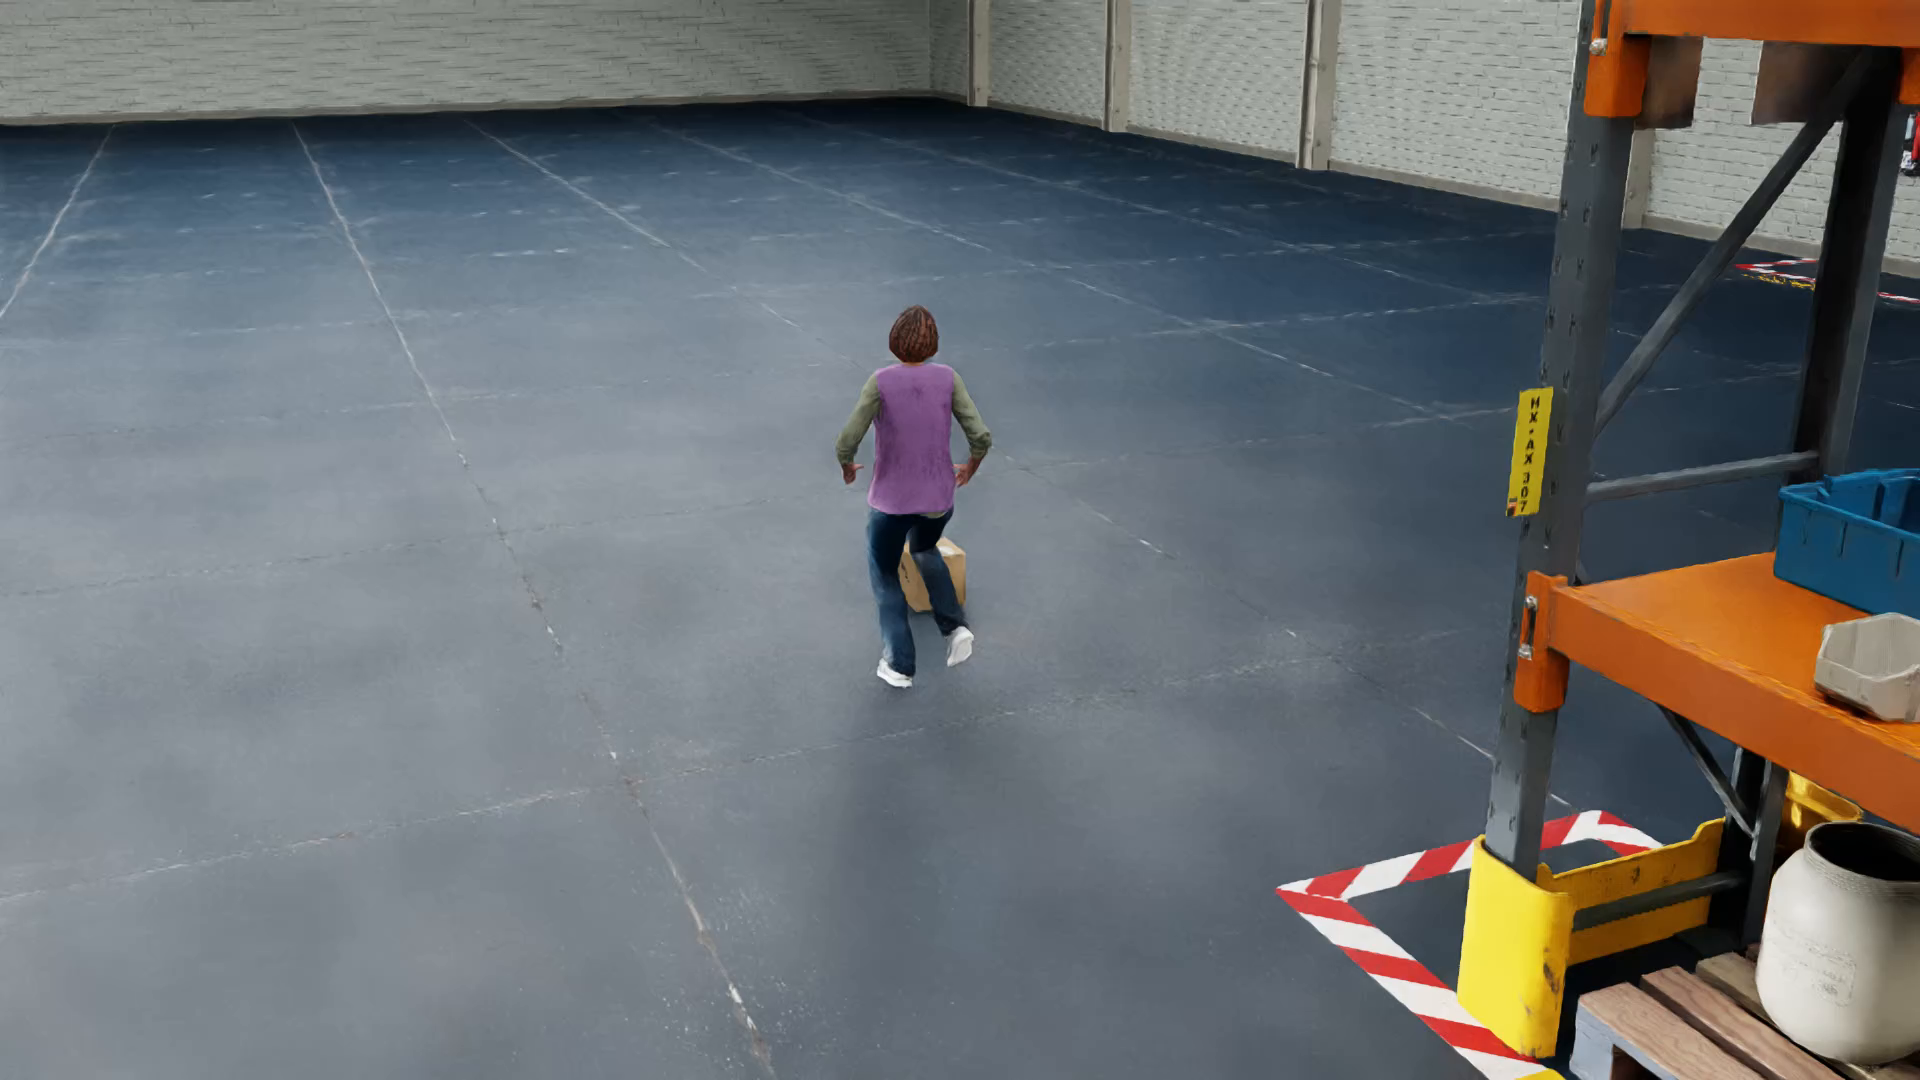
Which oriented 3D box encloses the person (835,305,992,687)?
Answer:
[{"bbox_3d":[-0.217,-0.167,6.607,0.600,1.572,0.435,-7,20,-19],"label":"person"}]
